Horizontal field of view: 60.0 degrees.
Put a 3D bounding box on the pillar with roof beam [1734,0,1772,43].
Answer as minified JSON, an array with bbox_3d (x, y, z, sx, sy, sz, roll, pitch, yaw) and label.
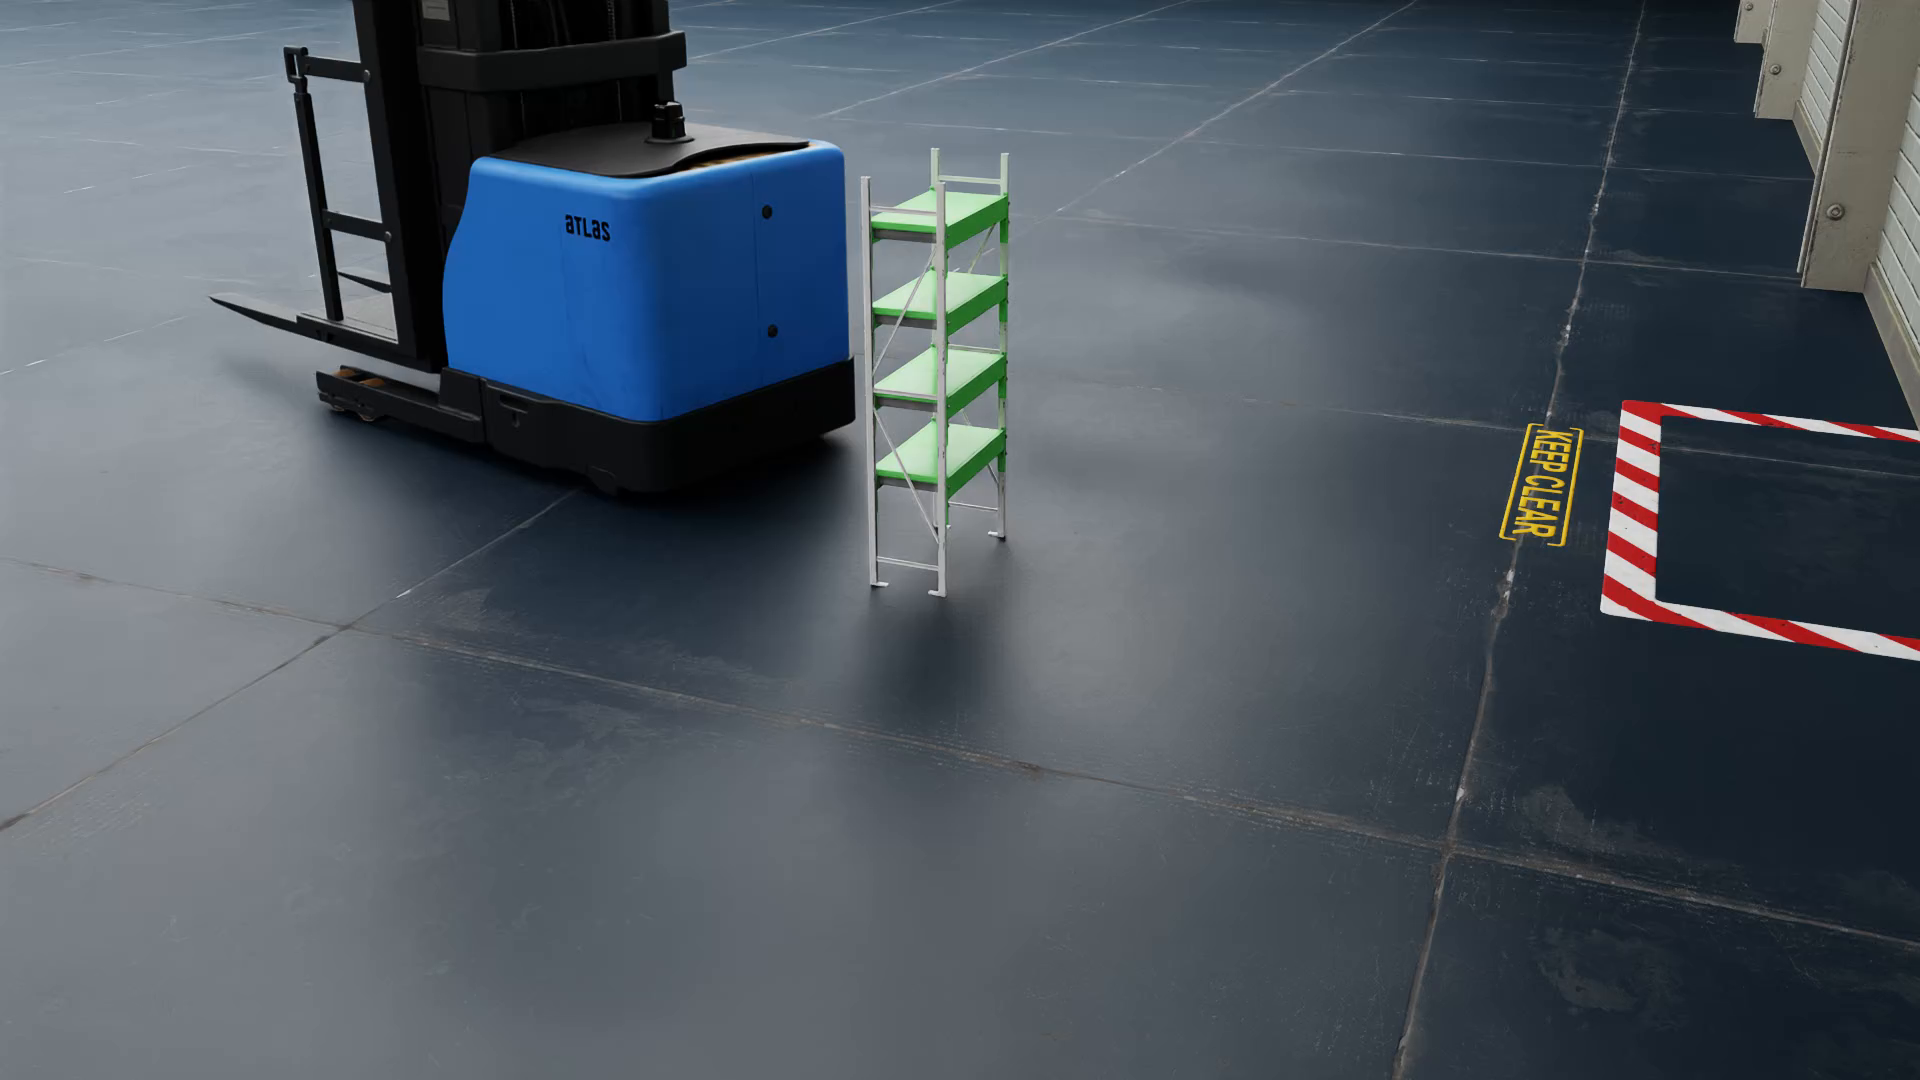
[{"bbox_3d":[4.853,-10.364,18.387,9.100,9.000,0.400,9,24,20],"label":"pillar with roof beam"}]

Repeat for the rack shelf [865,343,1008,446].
[{"bbox_3d":[-0.061,-0.435,4.902,0.258,0.148,0.480,9,24,20],"label":"rack shelf"}]

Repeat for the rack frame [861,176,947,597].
[{"bbox_3d":[-0.152,-0.407,4.668,0.240,1.200,0.015,9,24,20],"label":"rack frame"}]

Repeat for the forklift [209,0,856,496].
[{"bbox_3d":[-1.856,-1.942,6.097,3.031,2.935,1.130,17,28,35],"label":"forklift"}]

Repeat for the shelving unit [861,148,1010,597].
[{"bbox_3d":[-0.061,-0.494,4.877,0.258,1.200,0.503,9,24,20],"label":"shelving unit"}]

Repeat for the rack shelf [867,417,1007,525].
[{"bbox_3d":[-0.061,-0.214,4.994,0.258,0.148,0.480,9,24,20],"label":"rack shelf"}]

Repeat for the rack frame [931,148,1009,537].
[{"bbox_3d":[0.029,-0.582,5.086,0.240,1.200,0.015,9,24,20],"label":"rack frame"}]

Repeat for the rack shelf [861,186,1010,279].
[{"bbox_3d":[-0.061,-0.878,4.717,0.258,0.148,0.480,9,24,20],"label":"rack shelf"}]

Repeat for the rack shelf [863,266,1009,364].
[{"bbox_3d":[-0.061,-0.657,4.809,0.258,0.148,0.480,9,24,20],"label":"rack shelf"}]

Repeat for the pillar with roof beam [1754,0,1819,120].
[{"bbox_3d":[2.624,-8.217,13.246,9.100,9.000,0.400,9,24,20],"label":"pillar with roof beam"}]

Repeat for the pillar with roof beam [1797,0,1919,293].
[{"bbox_3d":[0.395,-6.070,8.106,9.100,9.000,0.400,9,24,20],"label":"pillar with roof beam"}]
